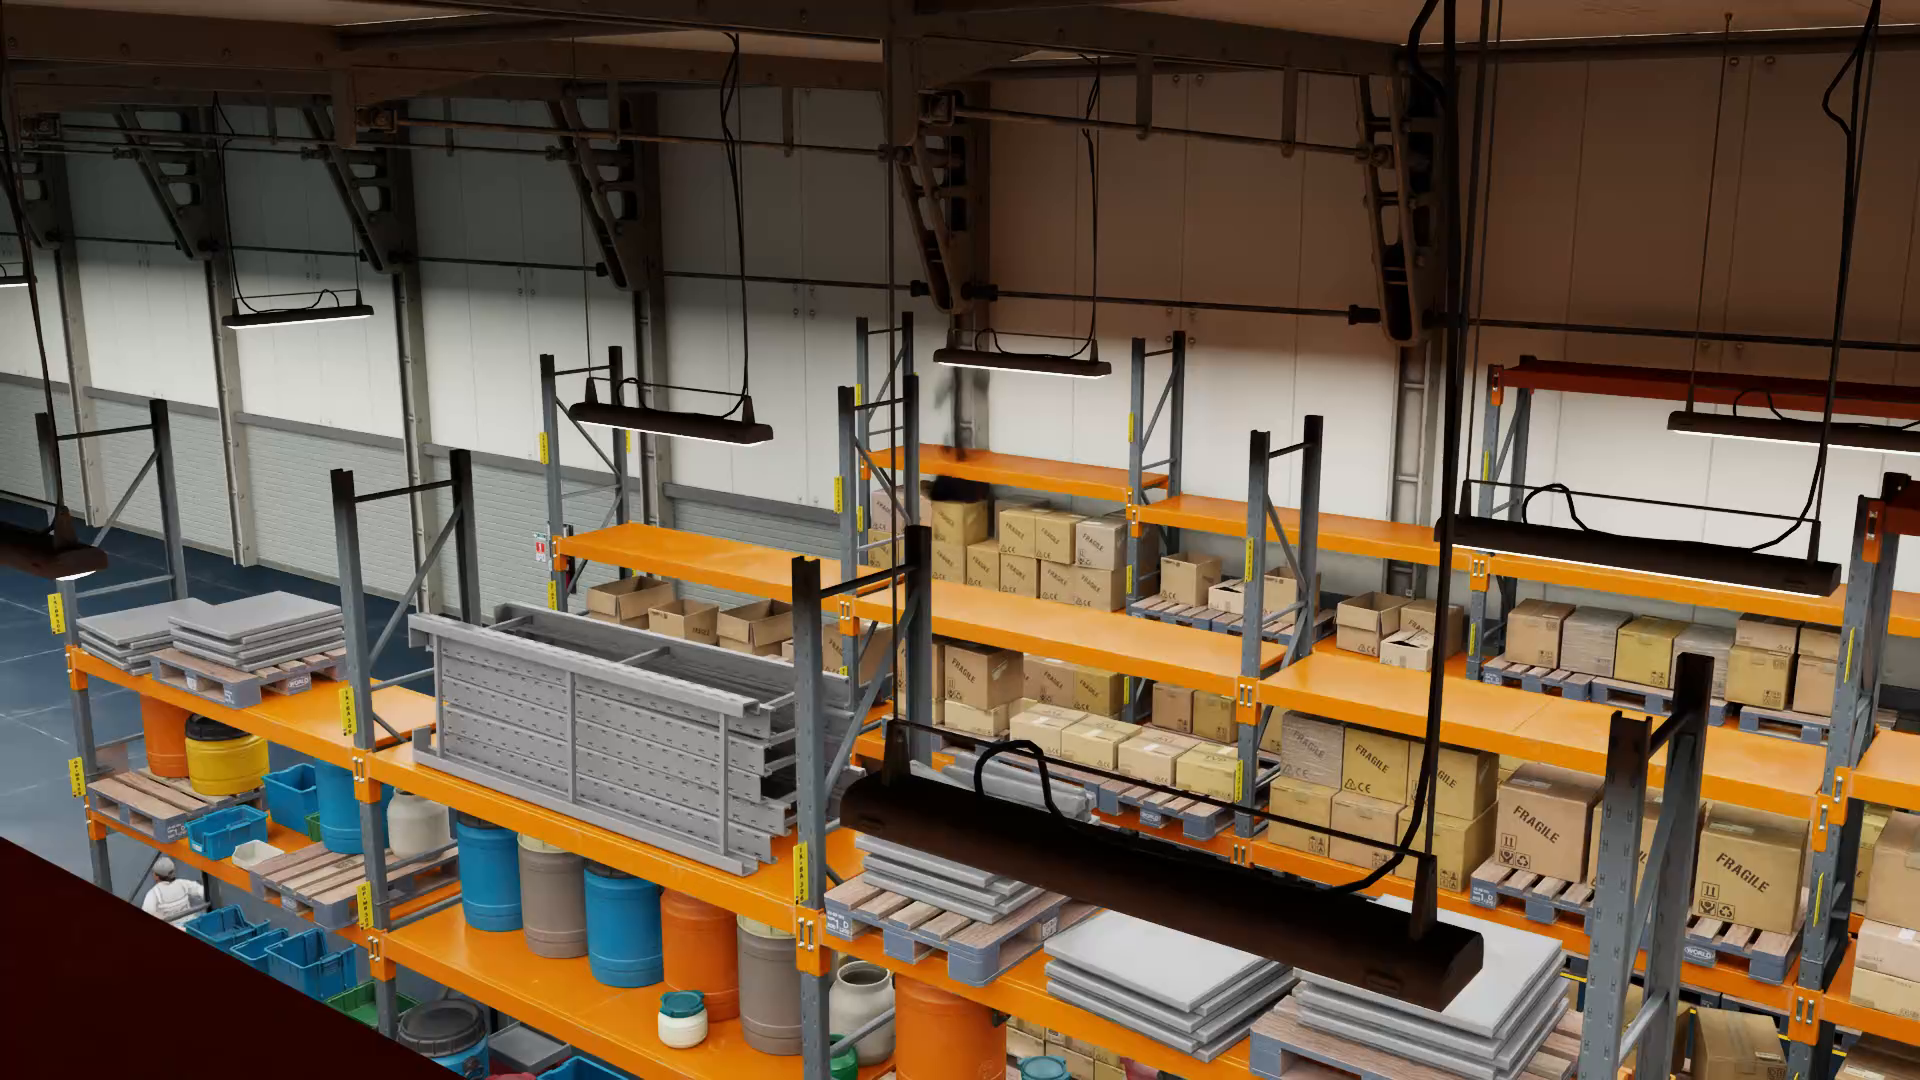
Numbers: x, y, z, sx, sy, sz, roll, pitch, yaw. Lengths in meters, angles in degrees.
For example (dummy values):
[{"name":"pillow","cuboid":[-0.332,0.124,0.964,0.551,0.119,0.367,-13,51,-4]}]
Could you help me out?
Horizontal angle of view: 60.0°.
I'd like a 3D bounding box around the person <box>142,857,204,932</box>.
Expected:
[{"name":"person","cuboid":[-7.314,3.744,15.518,0.659,1.677,0.639,1,13,6]}]
